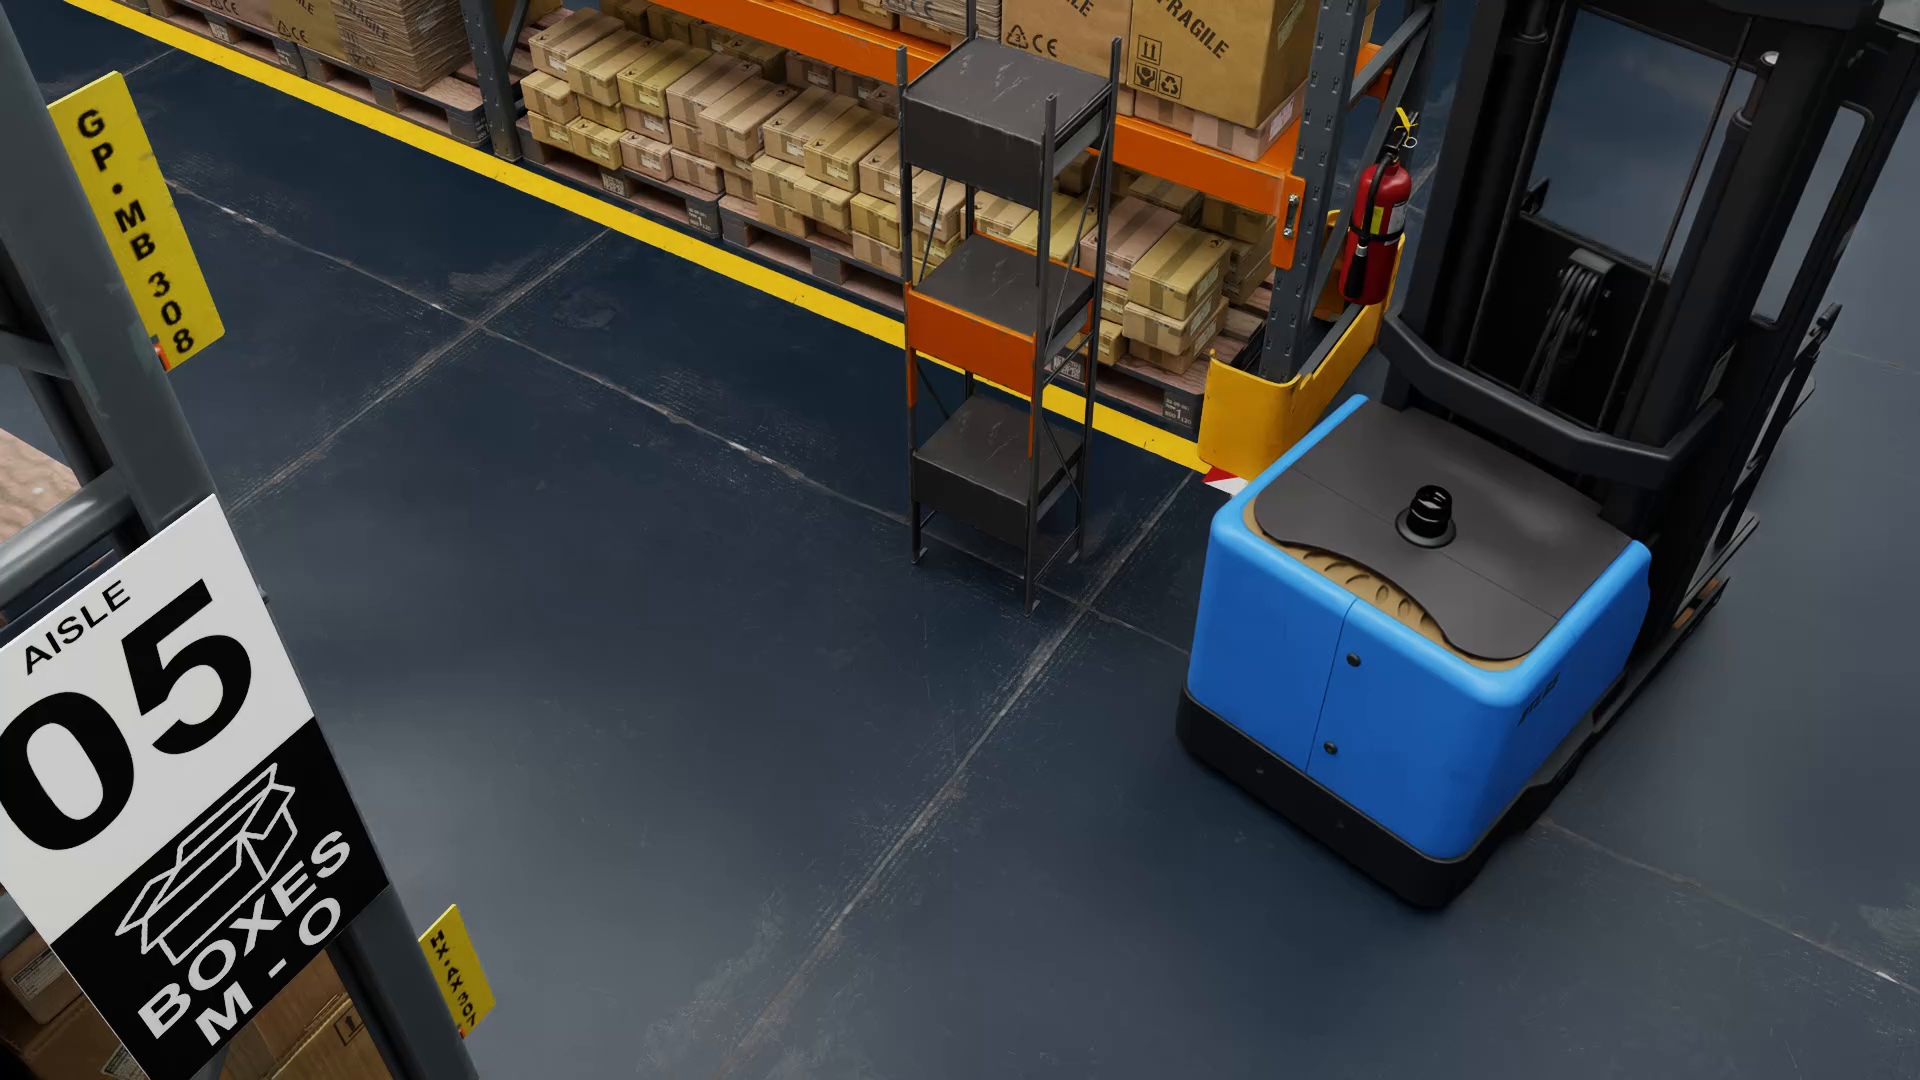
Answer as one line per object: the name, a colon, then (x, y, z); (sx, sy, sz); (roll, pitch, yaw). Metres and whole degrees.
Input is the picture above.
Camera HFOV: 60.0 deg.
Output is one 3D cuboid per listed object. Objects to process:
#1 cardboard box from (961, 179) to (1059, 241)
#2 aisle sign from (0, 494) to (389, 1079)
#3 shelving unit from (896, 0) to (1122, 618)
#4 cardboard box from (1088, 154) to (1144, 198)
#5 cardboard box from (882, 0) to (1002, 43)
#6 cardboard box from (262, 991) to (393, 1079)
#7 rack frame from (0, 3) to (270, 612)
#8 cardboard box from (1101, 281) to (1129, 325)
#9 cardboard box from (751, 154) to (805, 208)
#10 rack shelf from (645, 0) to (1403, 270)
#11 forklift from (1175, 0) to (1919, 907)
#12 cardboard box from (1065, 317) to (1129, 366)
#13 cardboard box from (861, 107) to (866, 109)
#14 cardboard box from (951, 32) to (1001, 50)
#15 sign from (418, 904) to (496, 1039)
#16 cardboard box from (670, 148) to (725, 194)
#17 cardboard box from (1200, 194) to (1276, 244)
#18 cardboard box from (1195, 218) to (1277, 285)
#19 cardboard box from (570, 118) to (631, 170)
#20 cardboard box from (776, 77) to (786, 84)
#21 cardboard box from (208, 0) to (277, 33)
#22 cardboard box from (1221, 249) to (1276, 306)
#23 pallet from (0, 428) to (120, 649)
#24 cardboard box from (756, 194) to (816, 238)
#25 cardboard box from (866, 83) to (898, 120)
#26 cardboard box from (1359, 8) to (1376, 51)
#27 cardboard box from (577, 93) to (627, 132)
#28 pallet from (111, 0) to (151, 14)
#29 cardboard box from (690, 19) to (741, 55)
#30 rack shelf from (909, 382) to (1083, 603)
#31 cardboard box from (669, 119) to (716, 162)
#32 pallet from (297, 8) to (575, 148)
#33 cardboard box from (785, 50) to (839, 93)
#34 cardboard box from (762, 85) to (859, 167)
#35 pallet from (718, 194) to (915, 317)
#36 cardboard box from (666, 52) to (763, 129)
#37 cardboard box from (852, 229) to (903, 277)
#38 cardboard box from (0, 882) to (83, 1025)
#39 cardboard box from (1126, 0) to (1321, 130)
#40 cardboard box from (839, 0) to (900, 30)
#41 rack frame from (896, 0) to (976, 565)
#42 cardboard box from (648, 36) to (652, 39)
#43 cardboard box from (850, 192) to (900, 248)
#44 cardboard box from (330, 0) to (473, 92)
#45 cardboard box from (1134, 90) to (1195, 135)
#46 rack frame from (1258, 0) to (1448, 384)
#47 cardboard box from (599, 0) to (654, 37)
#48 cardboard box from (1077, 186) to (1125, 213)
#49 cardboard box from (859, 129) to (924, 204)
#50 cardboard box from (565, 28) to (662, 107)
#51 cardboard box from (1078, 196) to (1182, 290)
cardboard box: (0.202, -1.338, 6.739); (0.250, 0.149, 0.380); (23, 50, 21)
aisle sign: (-0.934, 0.343, 2.013); (0.004, 0.787, 0.394); (25, 51, 22)
shelving unit: (0.139, -0.668, 5.435); (0.503, 2.100, 0.431); (25, 51, 22)
cardboard box: (0.738, -1.609, 7.002); (0.250, 0.149, 0.380); (25, 51, 22)
cardboard box: (0.056, -2.182, 6.001); (0.500, 0.500, 0.500); (25, 51, 22)
cardboard box: (-1.401, 1.002, 3.115); (0.500, 0.500, 0.500); (24, 51, 22)
rack frame: (-1.152, -0.695, 0.651); (0.127, 3.000, 1.000); (25, 51, 22)
cardboard box: (0.646, -1.054, 6.670); (0.250, 0.149, 0.380); (24, 50, 21)
cardboard box: (-0.690, -1.624, 7.224); (0.250, 0.149, 0.380); (24, 51, 22)
rack shelf: (-0.248, -2.155, 6.754); (4.000, 0.370, 1.077); (25, 51, 22)
forklift: (2.092, -0.871, 5.052); (1.130, 2.935, 3.031); (34, 55, 28)
cardboard box: (0.609, -0.901, 6.729); (0.250, 0.149, 0.380); (26, 51, 23)
cardboard box: (-0.427, -1.957, 7.548); (0.250, 0.149, 0.380); (22, 50, 20)
cardboard box: (0.167, -1.911, 6.191); (0.250, 0.149, 0.380); (23, 50, 20)
sign: (-0.847, 0.734, 2.787); (0.005, 0.325, 0.100); (25, 51, 22)
cardboard box: (-1.096, -1.762, 7.566); (0.250, 0.149, 0.380); (24, 50, 21)
cardboard box: (1.178, -1.400, 6.799); (0.250, 0.149, 0.380); (23, 50, 20)
cardboard box: (1.133, -1.246, 6.857); (0.250, 0.149, 0.380); (27, 52, 24)
cardboard box: (-1.574, -1.895, 7.695); (0.250, 0.149, 0.380); (26, 51, 23)
cardboard box: (-0.867, -2.160, 7.745); (0.250, 0.149, 0.380); (25, 51, 22)
cardboard box: (-3.551, -2.990, 8.514); (0.500, 0.500, 0.500); (24, 50, 21)
cardboard box: (1.168, -1.181, 7.001); (0.250, 0.149, 0.380); (26, 51, 23)
pallet: (-1.782, 0.100, 2.031); (1.213, 0.211, 1.003); (25, 51, 22)
cardboard box: (-0.684, -1.520, 7.331); (0.250, 0.149, 0.380); (23, 50, 21)
cardboard box: (-0.204, -1.937, 7.321); (0.250, 0.149, 0.380); (25, 51, 22)
cardboard box: (1.340, -1.867, 6.148); (0.250, 0.149, 0.380); (24, 51, 22)
cardboard box: (-1.537, -2.059, 7.647); (0.250, 0.149, 0.380); (25, 51, 22)
pallet: (-4.641, -3.454, 9.459); (1.213, 0.211, 1.003); (25, 51, 22)
cardboard box: (-1.041, -2.393, 7.764); (0.250, 0.149, 0.380); (24, 51, 22)
rack shelf: (0.139, -0.170, 5.946); (0.480, 0.518, 0.431); (25, 51, 22)
cardboard box: (-1.087, -1.881, 7.474); (0.250, 0.149, 0.380); (22, 50, 20)
pallet: (-2.587, -2.509, 8.541); (1.213, 0.211, 1.003); (25, 51, 22)
cardboard box: (-0.587, -2.196, 7.573); (0.250, 0.149, 0.380); (22, 50, 20)
cardboard box: (-0.638, -1.781, 7.169); (0.250, 0.149, 0.380); (23, 50, 21)
pallet: (-0.316, -1.498, 7.558); (1.213, 0.211, 1.003); (25, 51, 22)
cardboard box: (-1.082, -1.984, 7.367); (0.250, 0.149, 0.380); (23, 50, 21)
cardboard box: (-0.250, -1.322, 7.138); (0.250, 0.149, 0.380); (26, 51, 23)
cardboard box: (-1.301, 0.482, 2.471); (0.250, 0.149, 0.380); (26, 51, 23)
cardboard box: (0.919, -1.789, 5.619); (0.500, 0.500, 0.500); (26, 51, 23)
cardboard box: (-0.260, -2.144, 6.417); (0.250, 0.149, 0.380); (26, 51, 23)
rack frame: (-0.066, -0.762, 5.526); (0.015, 2.100, 0.400); (25, 51, 22)
cardboard box: (-1.494, -2.507, 8.082); (0.250, 0.149, 0.380); (26, 51, 23)
cardboard box: (-0.250, -1.423, 7.029); (0.250, 0.149, 0.380); (27, 52, 24)
cardboard box: (-2.690, -2.590, 8.125); (0.500, 0.500, 0.500); (24, 50, 21)
cardboard box: (0.820, -1.619, 5.906); (0.250, 0.149, 0.380); (25, 51, 22)
rack frame: (1.436, -1.632, 5.744); (0.127, 3.000, 1.000); (25, 51, 22)
cardboard box: (-1.491, -2.560, 7.926); (0.250, 0.149, 0.380); (26, 51, 23)
cardboard box: (0.679, -1.427, 7.033); (0.250, 0.149, 0.380); (25, 51, 23)
cardboard box: (-0.216, -1.577, 6.971); (0.250, 0.149, 0.380); (23, 50, 21)
cardboard box: (-1.553, -2.140, 7.518); (0.250, 0.149, 0.380); (27, 52, 24)
cardboard box: (0.673, -1.176, 6.581); (0.250, 0.149, 0.380); (26, 51, 23)
